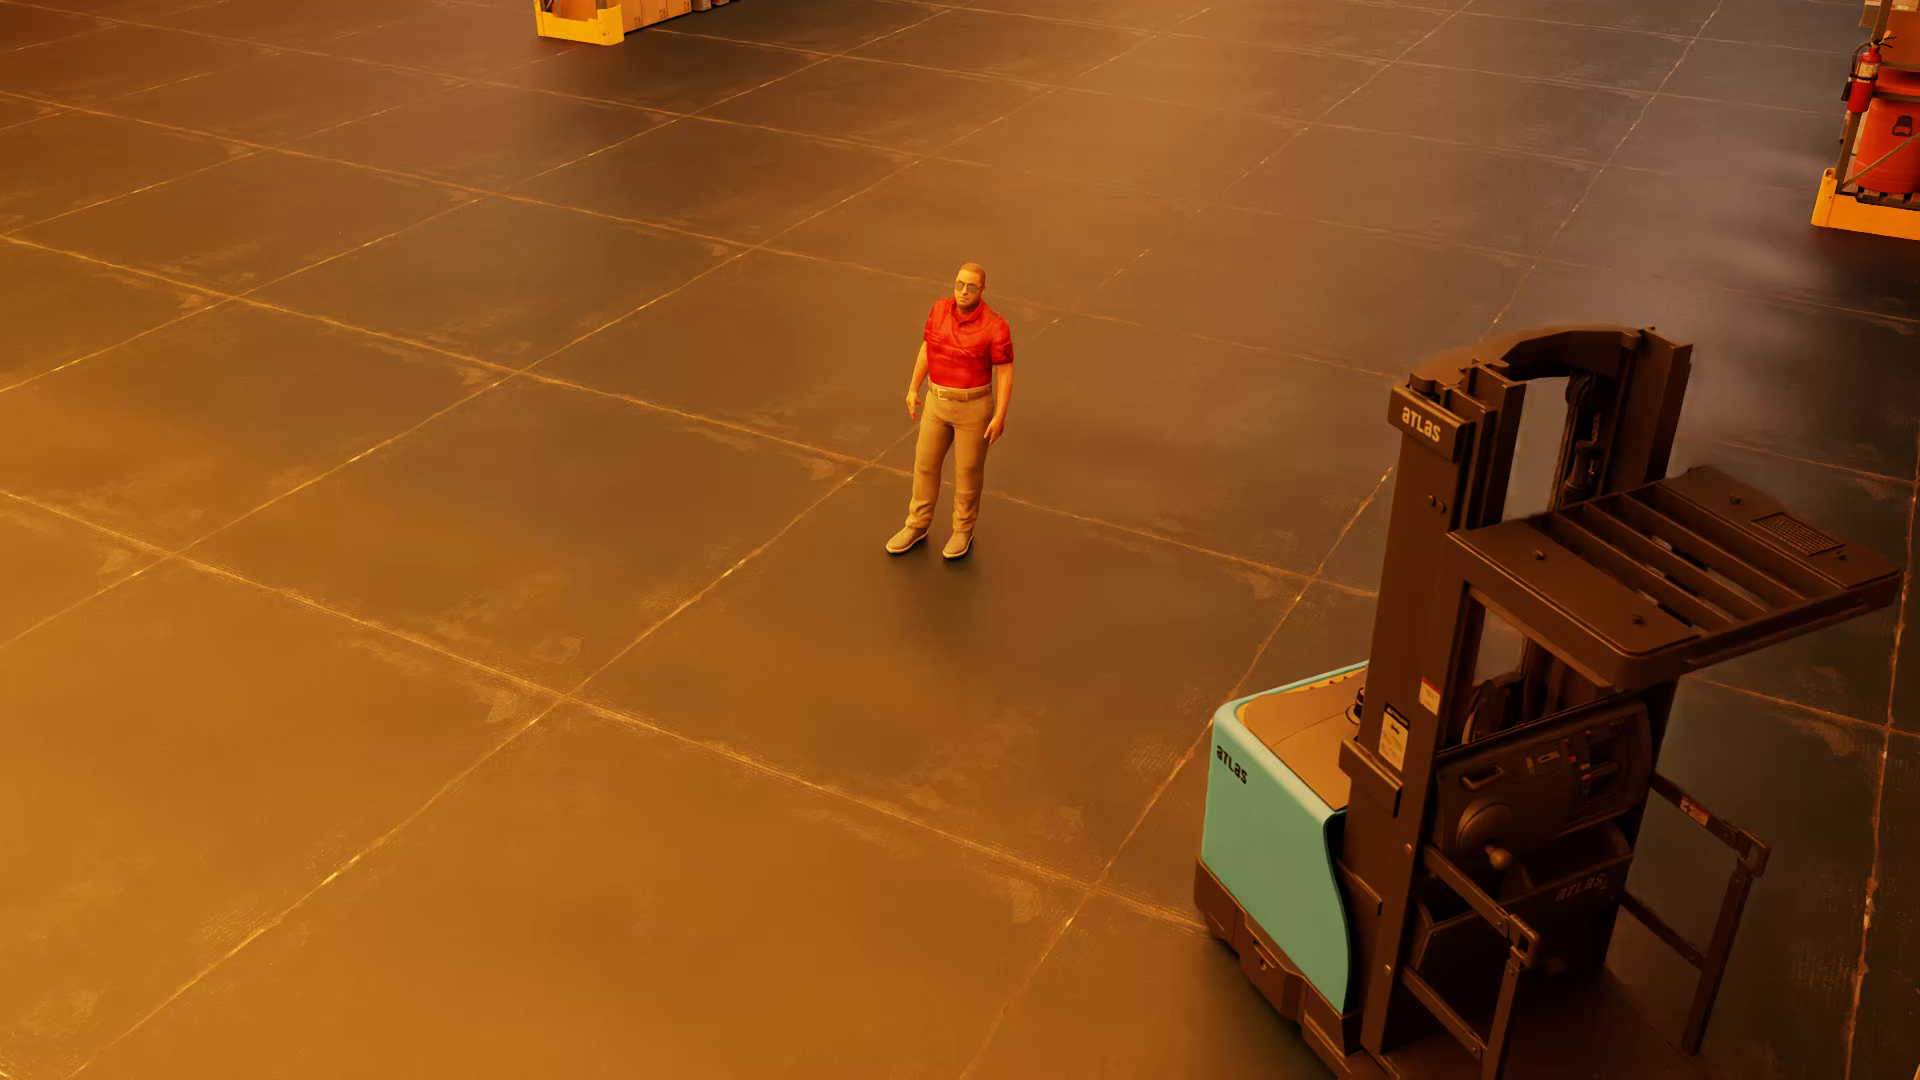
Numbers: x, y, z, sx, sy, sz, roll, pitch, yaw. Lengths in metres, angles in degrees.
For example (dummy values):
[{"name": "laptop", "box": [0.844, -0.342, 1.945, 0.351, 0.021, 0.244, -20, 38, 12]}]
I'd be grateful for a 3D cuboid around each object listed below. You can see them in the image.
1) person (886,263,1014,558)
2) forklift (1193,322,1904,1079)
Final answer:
[{"name": "person", "box": [-0.053, -0.719, 9.504, 0.642, 1.727, 0.550, 15, 33, 25]}, {"name": "forklift", "box": [2.097, 0.889, 5.531, 1.130, 2.935, 3.031, -13, 33, -22]}]
